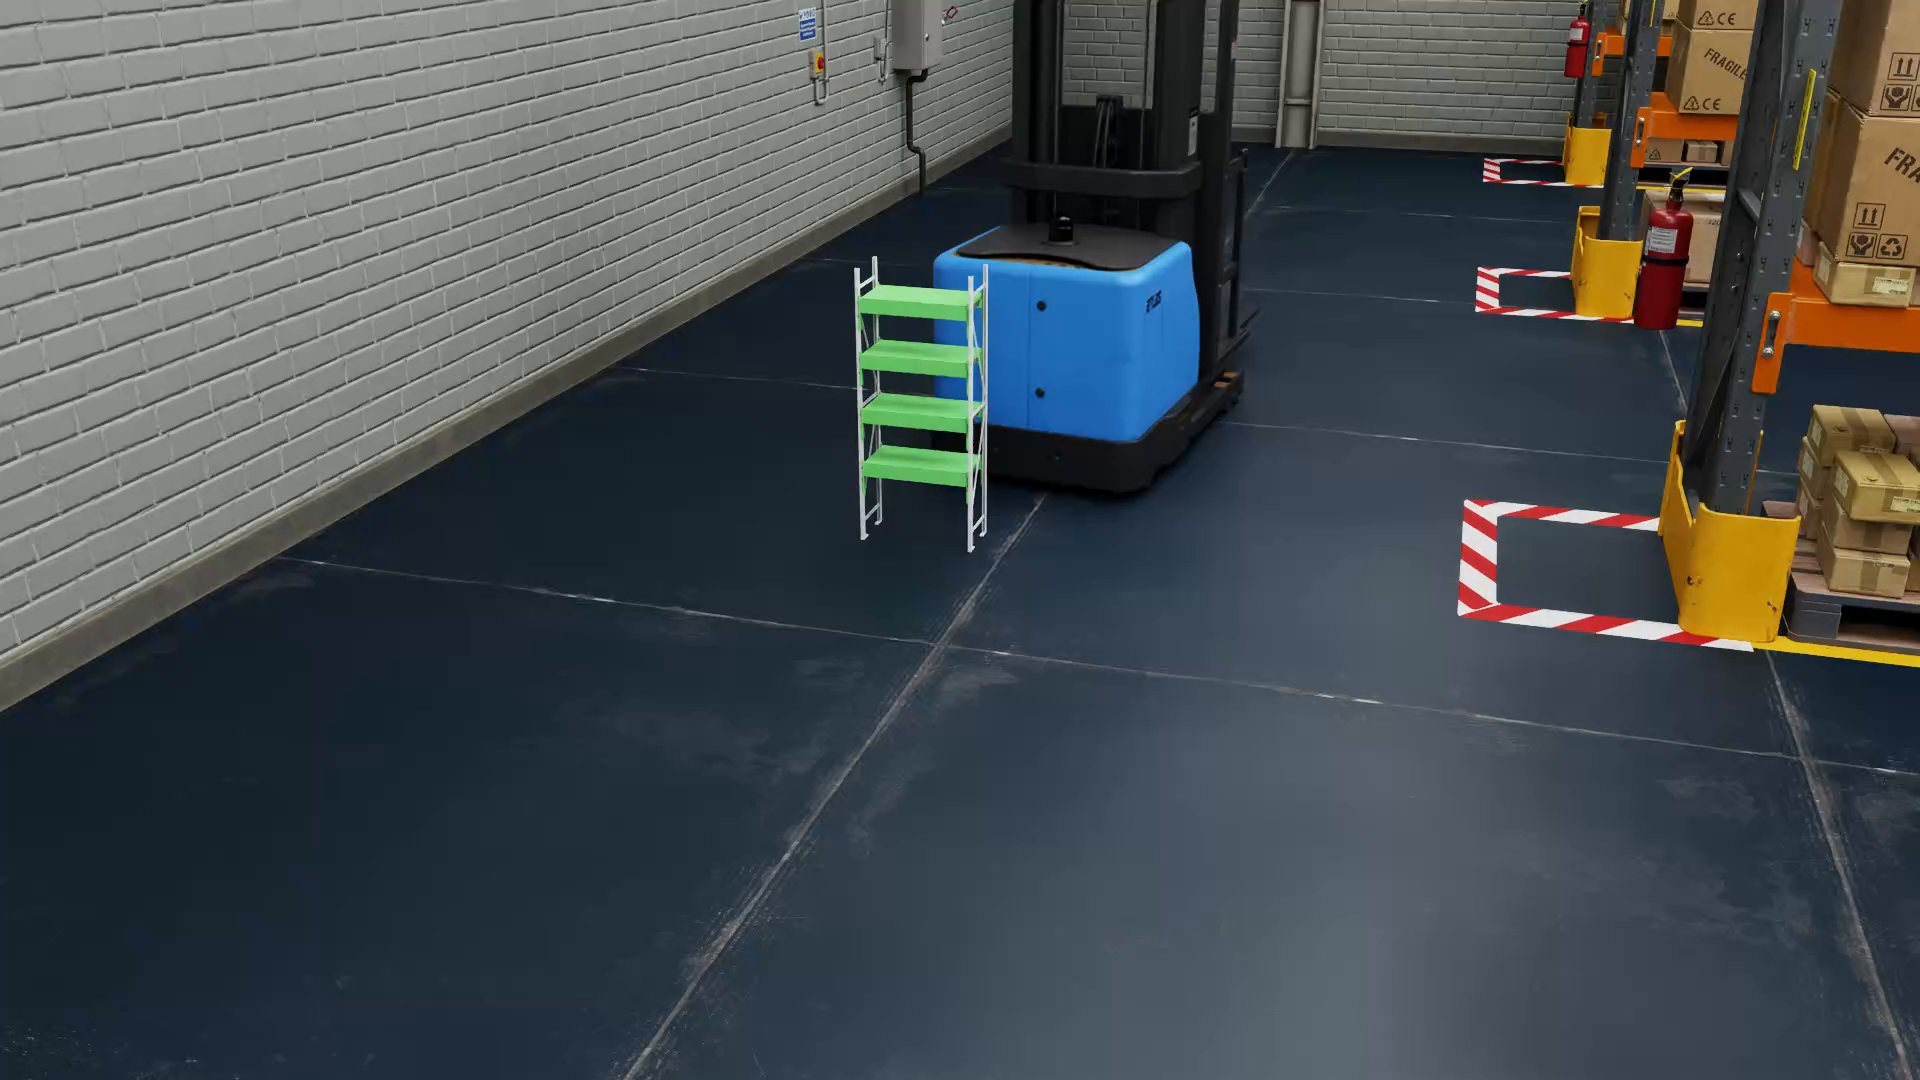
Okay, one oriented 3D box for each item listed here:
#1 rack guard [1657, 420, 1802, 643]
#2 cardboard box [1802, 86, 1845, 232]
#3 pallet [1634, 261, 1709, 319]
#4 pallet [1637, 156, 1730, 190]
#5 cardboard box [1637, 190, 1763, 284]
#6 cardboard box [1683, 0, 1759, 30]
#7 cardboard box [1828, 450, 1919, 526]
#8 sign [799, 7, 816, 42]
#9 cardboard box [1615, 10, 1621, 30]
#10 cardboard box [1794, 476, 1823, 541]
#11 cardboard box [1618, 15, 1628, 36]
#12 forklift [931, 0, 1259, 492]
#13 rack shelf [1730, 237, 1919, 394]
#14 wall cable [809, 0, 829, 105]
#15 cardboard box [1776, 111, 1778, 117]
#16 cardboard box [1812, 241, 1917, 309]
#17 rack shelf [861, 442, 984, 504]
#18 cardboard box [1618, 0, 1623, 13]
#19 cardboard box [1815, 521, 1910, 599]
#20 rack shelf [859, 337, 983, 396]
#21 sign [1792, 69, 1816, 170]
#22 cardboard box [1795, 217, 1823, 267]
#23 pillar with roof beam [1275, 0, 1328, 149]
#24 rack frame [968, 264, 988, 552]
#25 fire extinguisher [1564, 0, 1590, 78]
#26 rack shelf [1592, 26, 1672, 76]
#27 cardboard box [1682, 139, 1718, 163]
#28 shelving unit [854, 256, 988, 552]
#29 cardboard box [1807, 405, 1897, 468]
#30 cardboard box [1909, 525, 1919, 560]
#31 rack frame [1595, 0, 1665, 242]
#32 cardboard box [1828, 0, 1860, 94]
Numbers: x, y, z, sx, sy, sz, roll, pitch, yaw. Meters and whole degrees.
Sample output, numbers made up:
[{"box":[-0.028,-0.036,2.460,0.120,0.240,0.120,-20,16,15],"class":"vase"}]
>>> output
[{"box":[3.105,-0.064,6.768,0.348,0.500,1.175,7,23,16],"class":"rack guard"},{"box":[3.537,-1.457,6.346,0.500,0.500,0.500,7,23,17],"class":"cardboard box"},{"box":[5.154,-1.689,11.110,1.213,0.211,1.003,7,23,16],"class":"pallet"},{"box":[6.632,-3.457,15.420,1.213,0.211,1.003,7,23,16],"class":"pallet"},{"box":[5.026,-2.011,11.044,0.875,0.438,0.875,6,23,14],"class":"cardboard box"},{"box":[4.743,-3.391,10.136,0.500,0.500,0.500,6,23,14],"class":"cardboard box"},{"box":[3.436,-0.199,6.221,0.250,0.149,0.380,5,23,13],"class":"cardboard box"},{"box":[-1.112,-3.762,12.134,0.001,0.218,0.327,7,23,16],"class":"sign"},{"box":[6.191,-4.787,15.320,0.250,0.149,0.380,6,23,15],"class":"cardboard box"},{"box":[3.597,-0.122,6.819,0.250,0.149,0.380,7,23,16],"class":"cardboard box"},{"box":[6.031,-4.590,14.840,0.250,0.149,0.380,6,23,15],"class":"cardboard box"},{"box":[0.912,-2.101,8.529,1.130,2.935,3.031,9,24,22],"class":"forklift"},{"box":[4.947,-0.677,5.916,4.000,0.370,1.077,7,23,16],"class":"rack shelf"},{"box":[-1.039,-4.133,12.013,0.123,1.953,0.585,7,23,16],"class":"wall cable"},{"box":[5.235,-2.883,10.213,0.500,0.500,0.500,6,23,15],"class":"cardboard box"},{"box":[3.248,-0.958,5.984,0.250,0.149,0.380,6,23,15],"class":"cardboard box"},{"box":[-0.158,-0.292,7.202,0.480,0.148,0.258,7,23,16],"class":"rack shelf"},{"box":[6.313,-4.957,15.207,0.500,0.250,0.500,7,23,17],"class":"cardboard box"},{"box":[3.442,0.069,6.351,0.250,0.149,0.380,7,23,17],"class":"cardboard box"},{"box":[-0.158,-0.736,7.020,0.480,0.148,0.258,7,23,16],"class":"rack shelf"},{"box":[2.876,-1.432,5.669,0.005,0.325,0.100,7,23,16],"class":"sign"},{"box":[3.426,-1.180,6.525,0.250,0.149,0.380,7,23,16],"class":"cardboard box"},{"box":[2.231,-6.677,11.690,0.400,9.000,9.100,7,23,16],"class":"pillar with roof beam"},{"box":[0.075,-0.547,7.021,0.015,1.200,0.240,7,23,16],"class":"rack frame"},{"box":[5.522,-4.482,14.838,0.183,0.674,0.296,7,23,16],"class":"fire extinguisher"},{"box":[7.711,-4.290,14.725,4.000,0.370,1.077,7,23,16],"class":"rack shelf"},{"box":[6.750,-3.556,15.189,0.250,0.149,0.380,6,23,13],"class":"cardboard box"},{"box":[-0.158,-0.573,7.087,0.503,1.200,0.258,7,23,16],"class":"shelving unit"},{"box":[3.613,-0.414,6.745,0.250,0.149,0.380,7,23,16],"class":"cardboard box"},{"box":[3.706,-0.041,6.228,0.250,0.149,0.380,6,23,15],"class":"cardboard box"},{"box":[4.366,-3.039,10.725,0.127,3.000,1.000,7,23,16],"class":"rack frame"},{"box":[3.543,-1.916,6.147,0.500,0.500,0.500,6,23,14],"class":"cardboard box"}]
